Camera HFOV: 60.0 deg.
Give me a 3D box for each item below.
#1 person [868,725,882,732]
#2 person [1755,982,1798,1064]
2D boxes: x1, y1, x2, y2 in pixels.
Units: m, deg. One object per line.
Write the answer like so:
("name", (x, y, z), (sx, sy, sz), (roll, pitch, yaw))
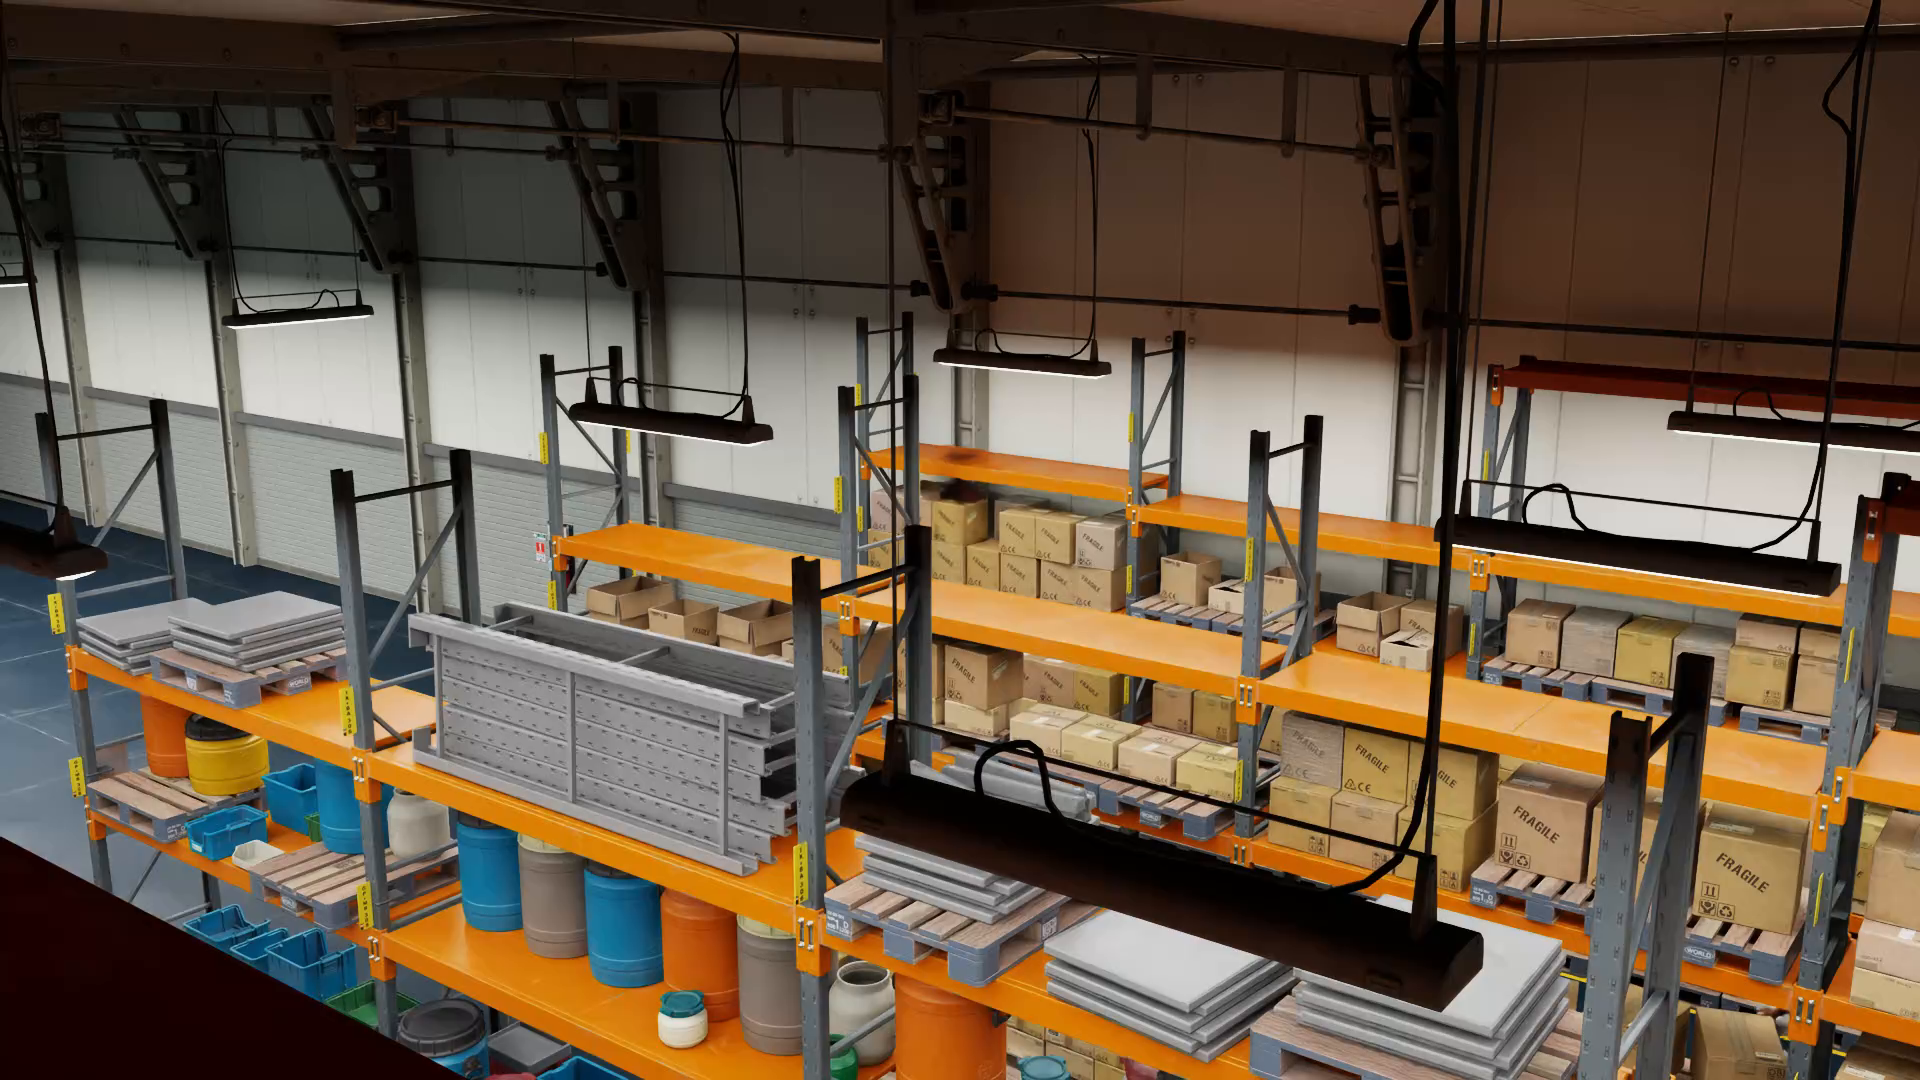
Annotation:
("person", (-0.896, 2.669, 19.899), (0.574, 1.693, 1.052), (-12, 18, -43))
("person", (6.967, 4.029, 14.083), (0.734, 1.738, 0.717), (4, 14, 18))
